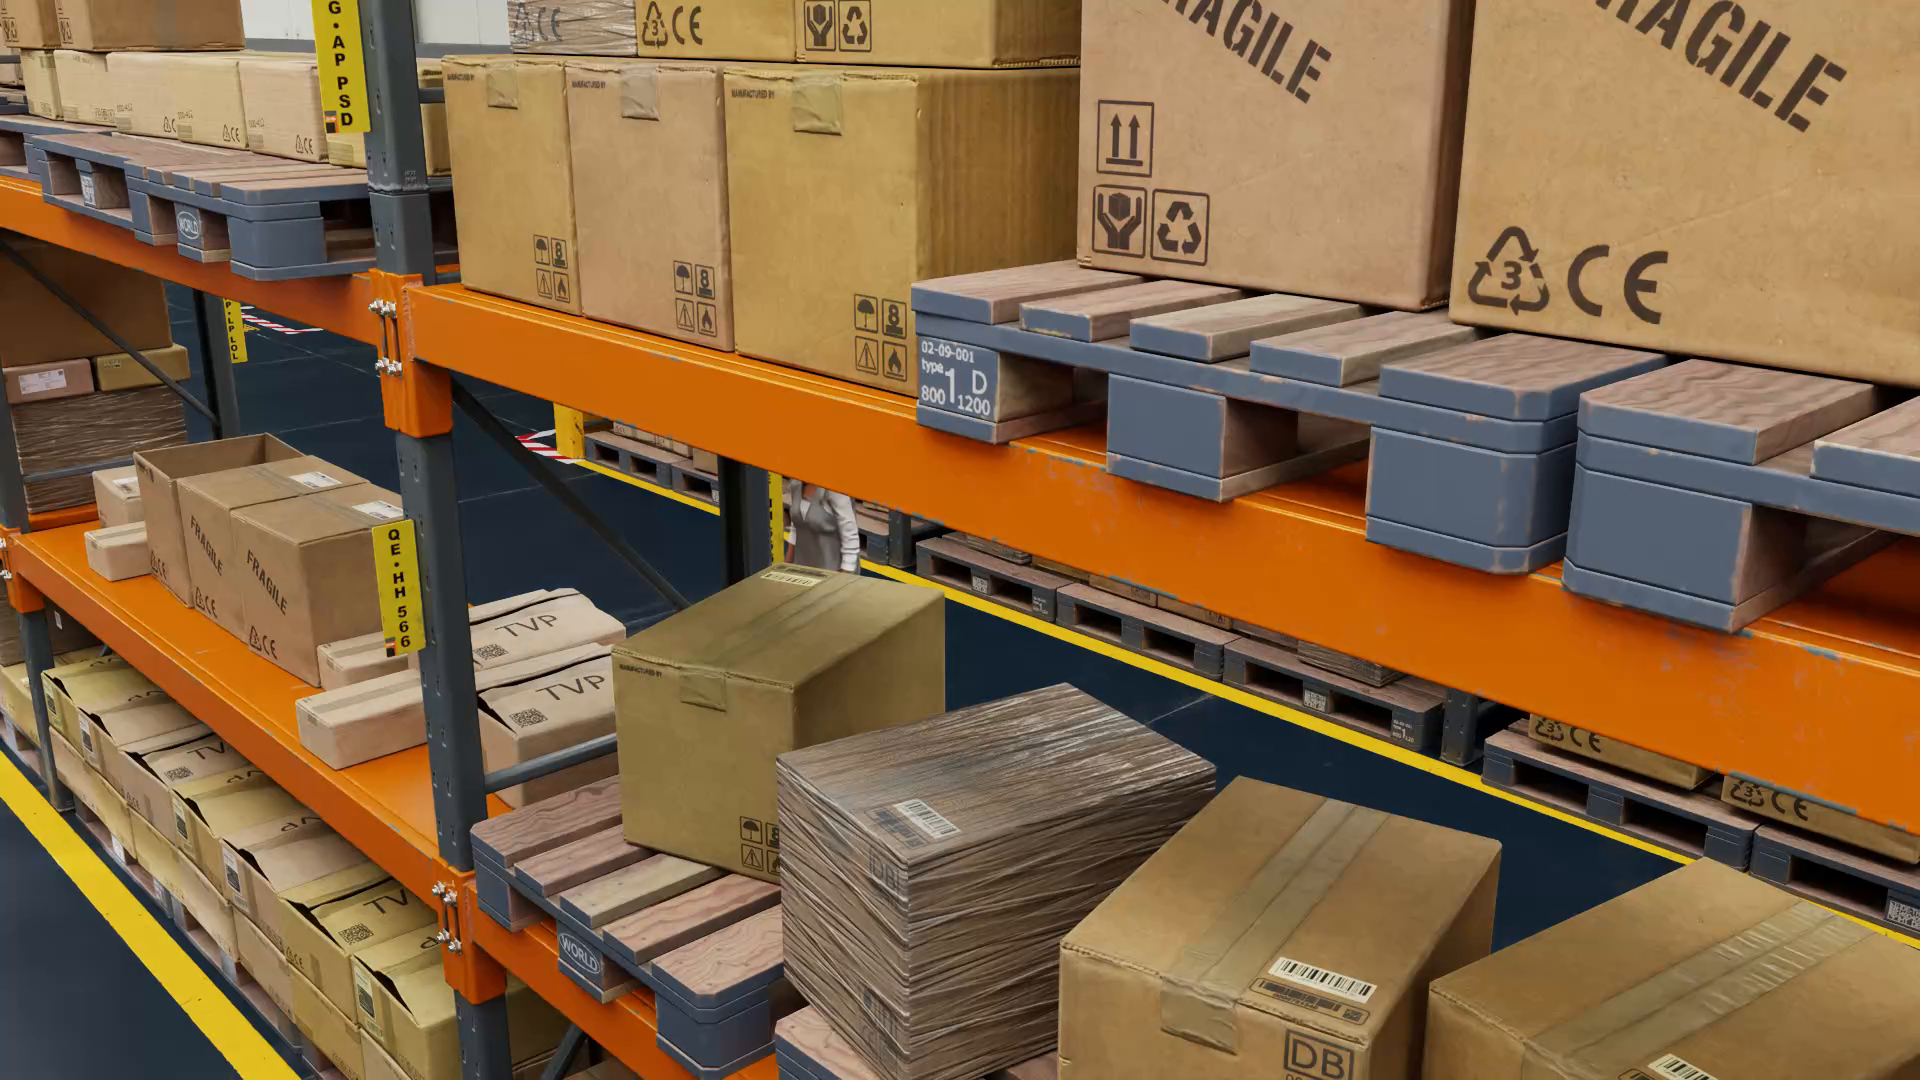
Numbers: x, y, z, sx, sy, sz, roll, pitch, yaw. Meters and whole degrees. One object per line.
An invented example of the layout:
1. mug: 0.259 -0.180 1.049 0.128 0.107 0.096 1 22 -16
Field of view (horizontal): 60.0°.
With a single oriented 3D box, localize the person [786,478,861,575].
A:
1. person: -0.659 0.214 7.890 0.460 1.594 0.342 17 24 42
